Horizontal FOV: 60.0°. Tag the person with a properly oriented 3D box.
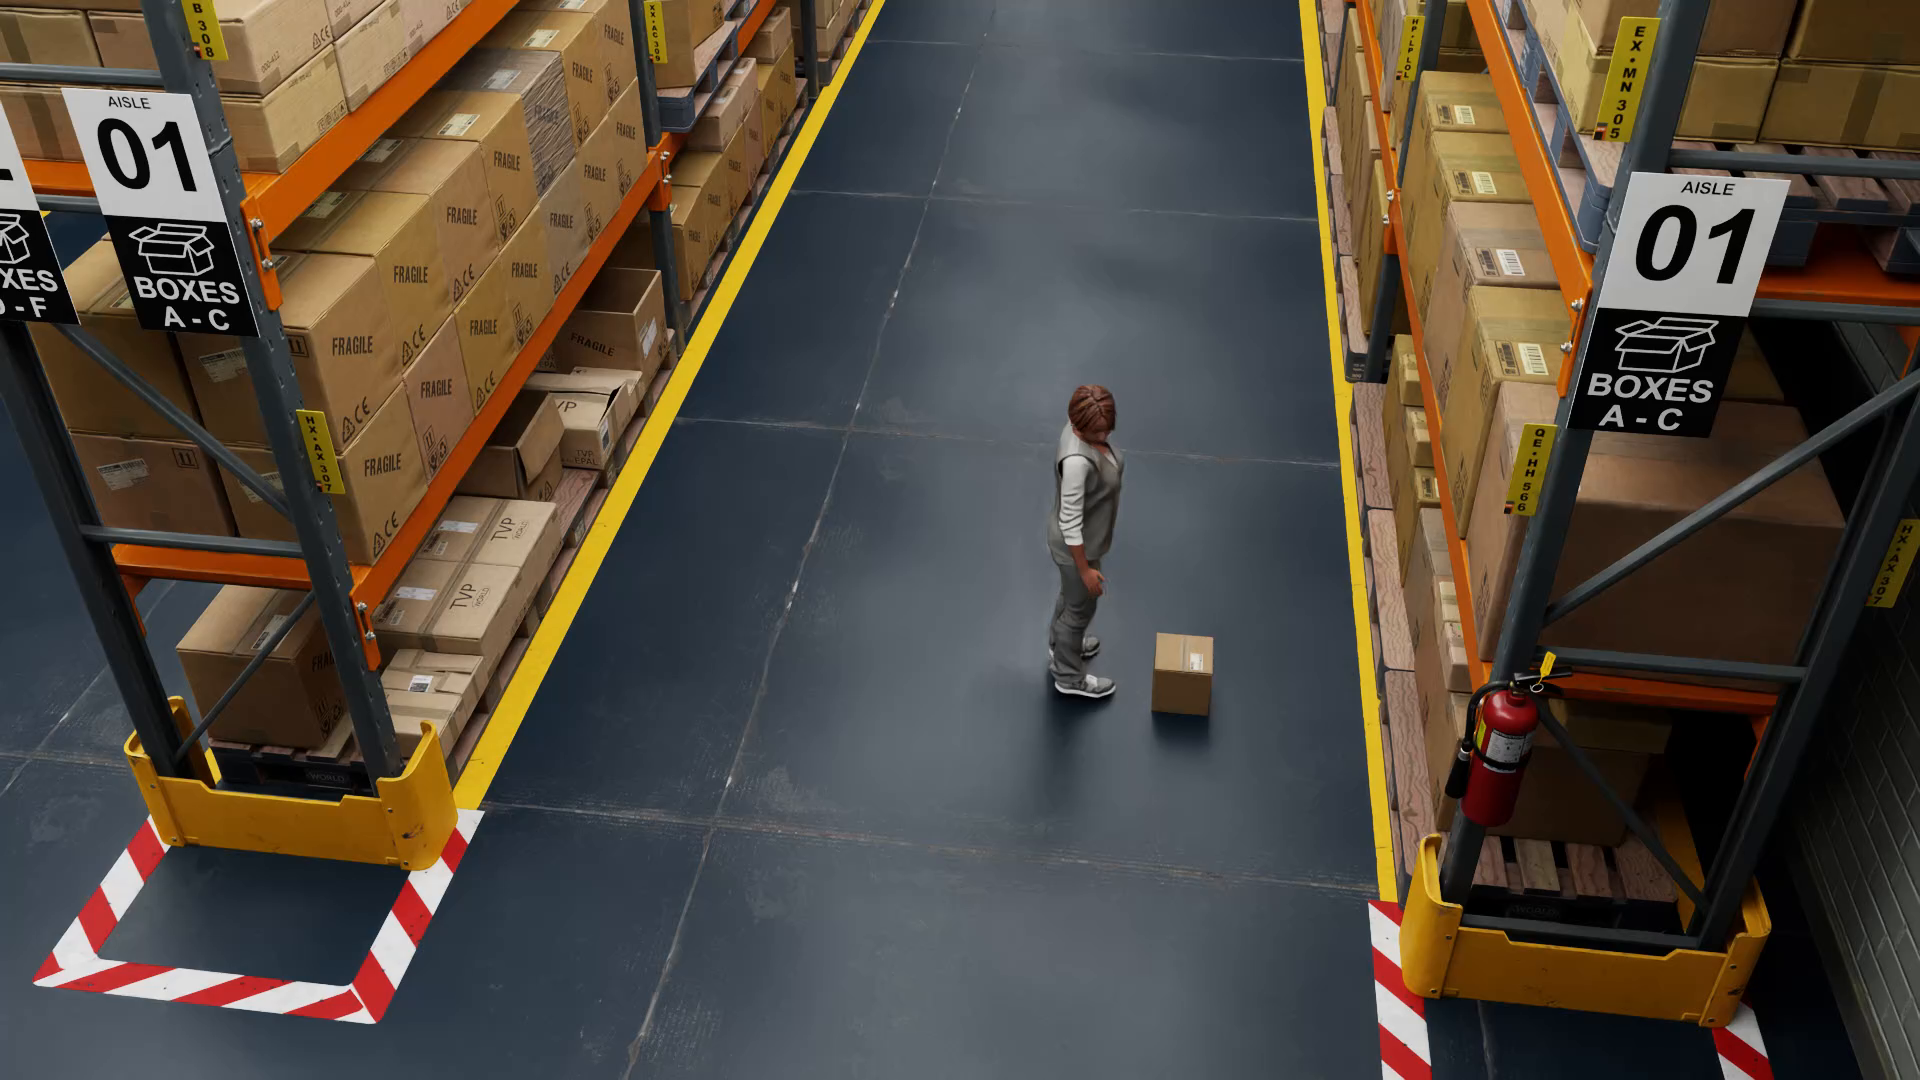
[{"bbox_3d":[0.534,0.000,7.023,0.340,1.611,0.575,5,37,6],"label":"person"}]
